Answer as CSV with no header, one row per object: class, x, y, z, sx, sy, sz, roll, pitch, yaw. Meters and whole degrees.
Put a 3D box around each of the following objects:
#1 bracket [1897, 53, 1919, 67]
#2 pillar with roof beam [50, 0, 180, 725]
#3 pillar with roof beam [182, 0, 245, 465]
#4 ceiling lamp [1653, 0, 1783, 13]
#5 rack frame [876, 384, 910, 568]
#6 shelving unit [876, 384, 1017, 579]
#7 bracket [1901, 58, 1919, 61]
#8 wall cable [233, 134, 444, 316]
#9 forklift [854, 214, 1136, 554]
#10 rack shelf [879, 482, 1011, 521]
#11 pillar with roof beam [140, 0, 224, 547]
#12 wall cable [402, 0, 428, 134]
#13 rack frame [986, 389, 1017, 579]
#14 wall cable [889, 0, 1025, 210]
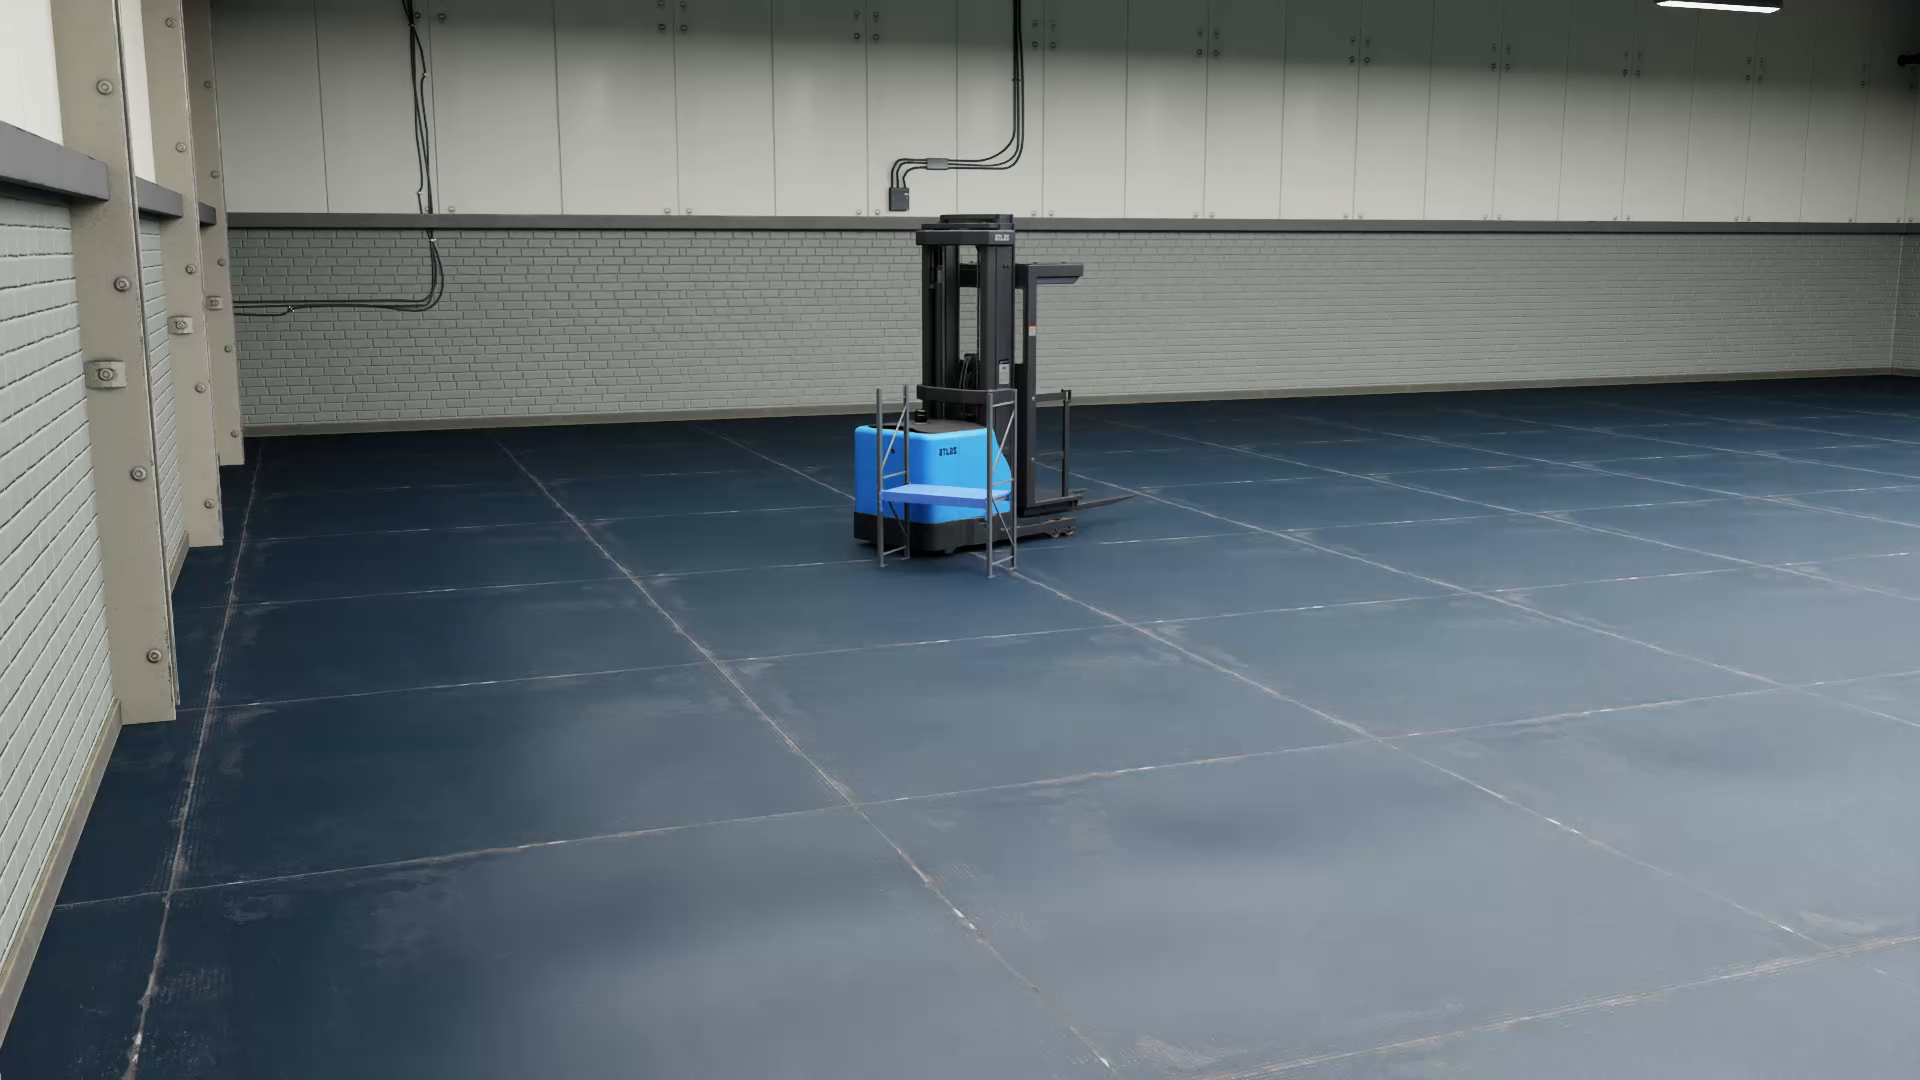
bracket,18.979,-9.589,33.186,0.235,0.232,0.430,-4,11,-21
pillar with roof beam,-0.679,-3.700,10.358,9.100,9.000,0.400,-4,11,-21
pillar with roof beam,-5.028,-5.659,21.370,9.100,9.000,0.400,-4,11,-21
ceiling lamp,10.254,-8.848,22.627,2.000,3.185,0.800,-4,11,-21
rack frame,-0.562,-0.545,14.034,0.032,1.500,0.500,5,11,27
shelving unit,-0.110,-0.505,13.804,1.048,1.500,0.538,5,11,27
bracket,19.193,-9.493,32.644,0.076,0.066,3.189,-4,11,-21
wall cable,-8.875,-4.422,23.281,3.097,2.526,0.112,-4,11,-21
forklift,0.441,-1.521,15.429,1.130,2.935,3.031,10,14,44
rack shelf,-0.110,-0.328,13.836,1.000,0.185,0.538,5,11,27
pillar with roof beam,-2.854,-4.680,15.864,9.100,9.000,0.400,-4,11,-21
wall cable,-6.354,-7.080,23.804,3.097,2.526,0.112,-4,11,-21
rack frame,0.341,-0.464,13.575,0.032,1.500,0.500,5,11,27
wall cable,-0.021,-8.225,26.084,2.305,6.003,0.169,-4,11,-21
